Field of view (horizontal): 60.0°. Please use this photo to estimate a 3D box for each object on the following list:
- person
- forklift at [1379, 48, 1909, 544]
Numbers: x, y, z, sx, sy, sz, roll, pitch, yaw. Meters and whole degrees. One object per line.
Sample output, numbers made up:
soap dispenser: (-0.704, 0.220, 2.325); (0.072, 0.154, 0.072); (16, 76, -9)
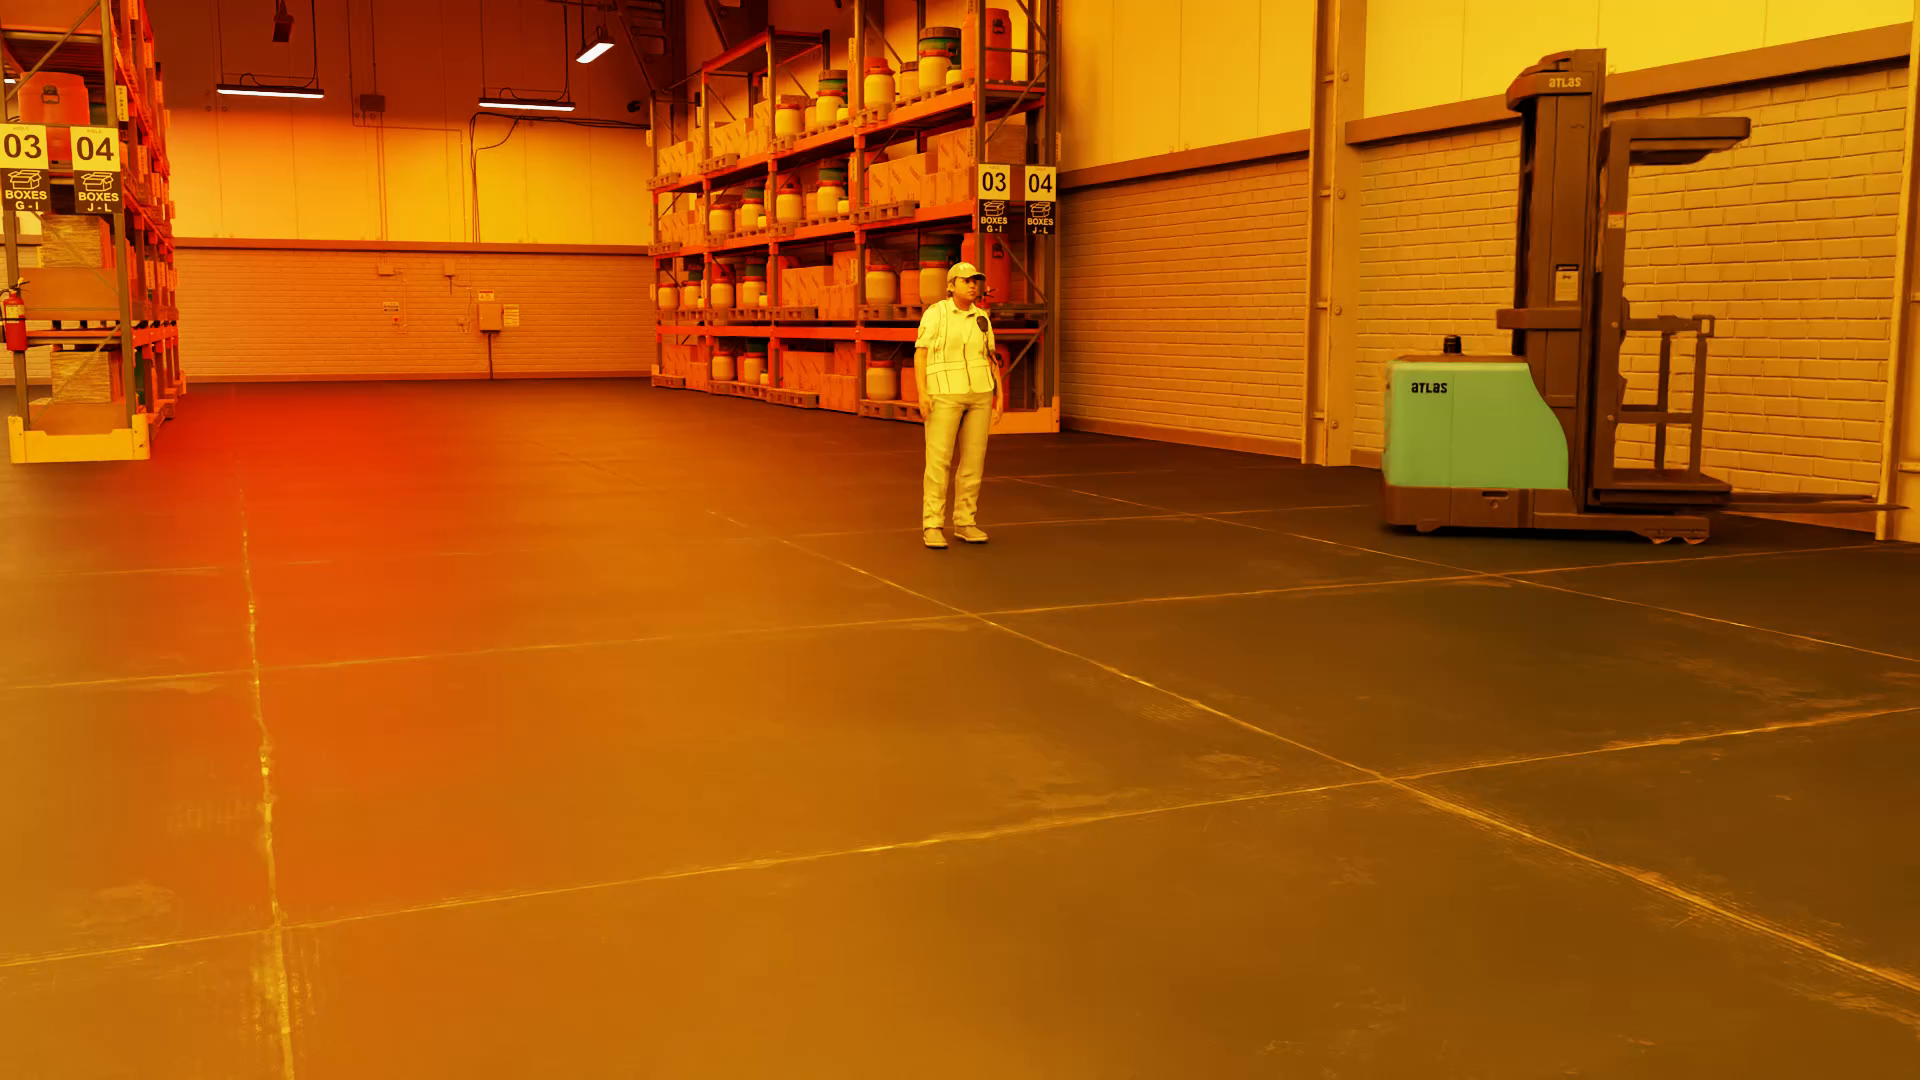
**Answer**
person: (0.009, -0.823, 9.965); (0.598, 1.670, 0.529); (-3, 8, -23)
forklift: (4.234, -1.505, 10.354); (3.031, 2.935, 1.130); (2, 8, 11)
